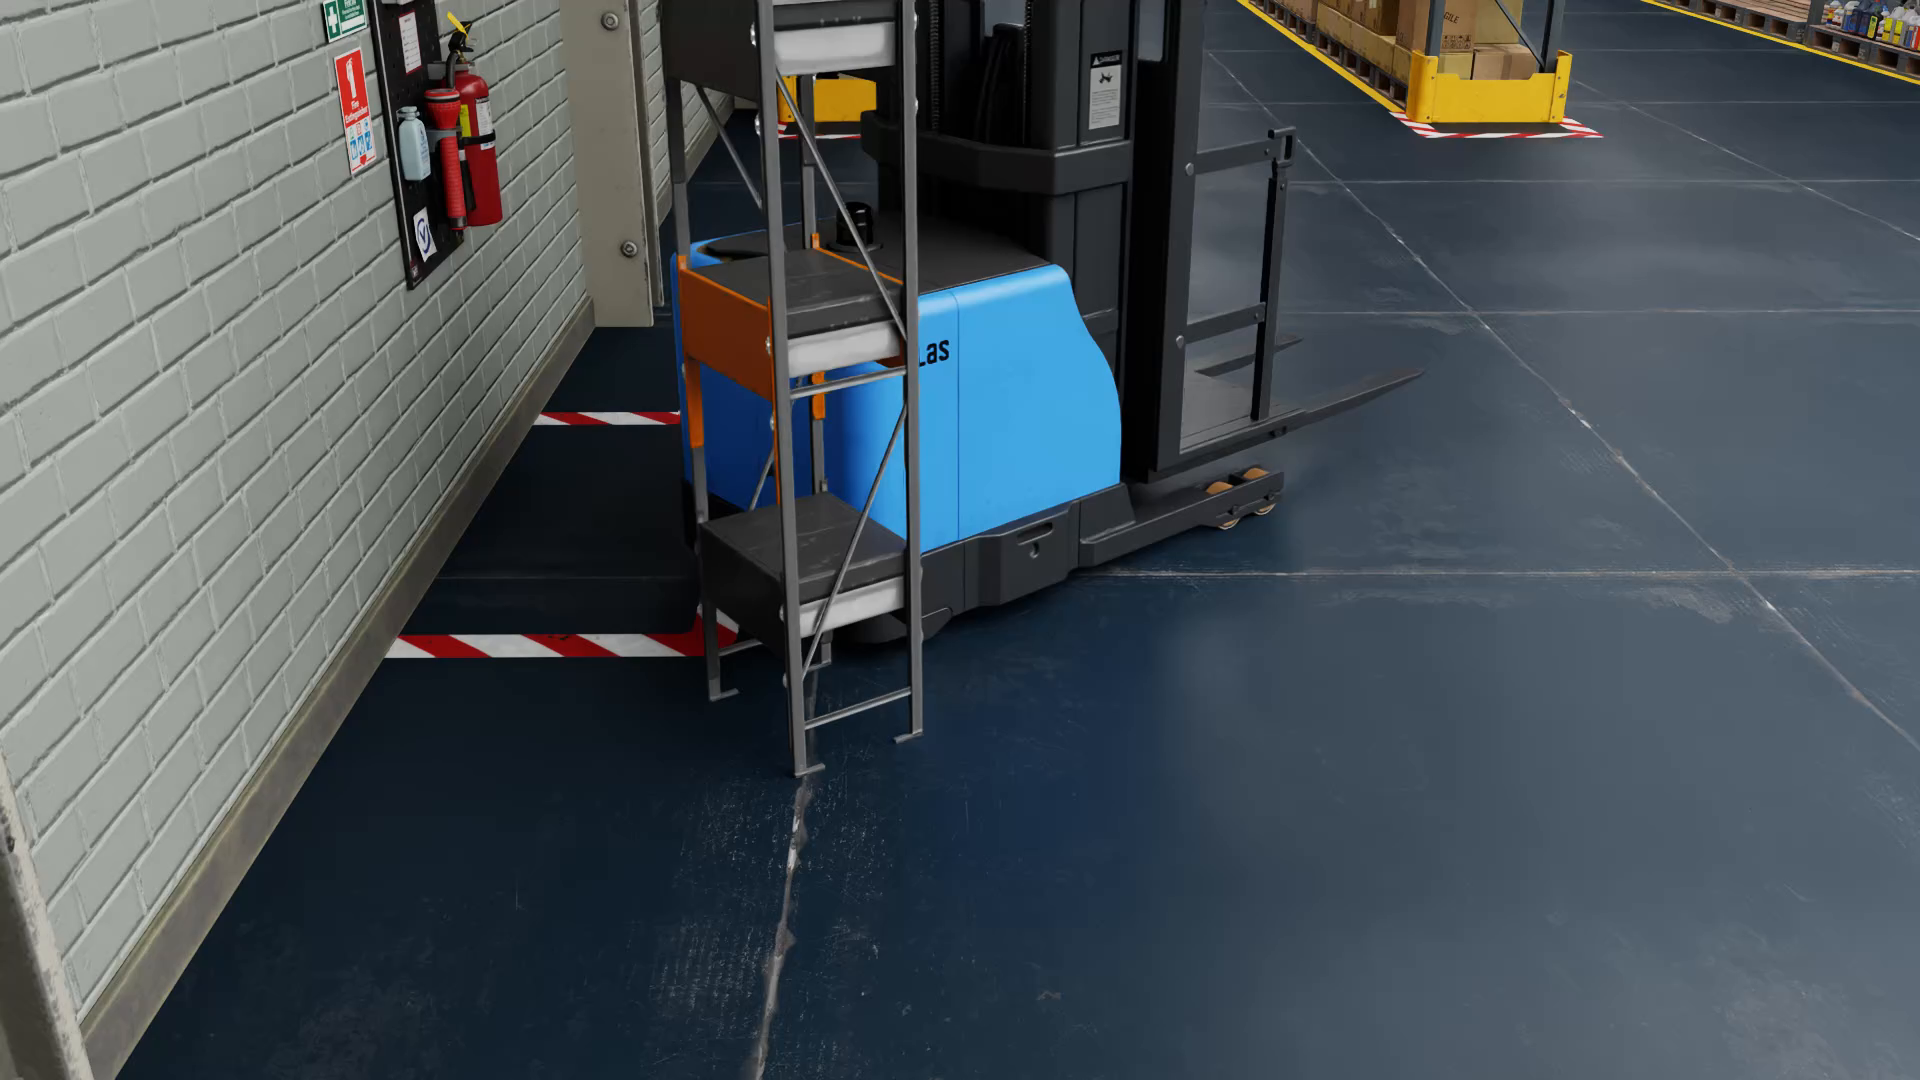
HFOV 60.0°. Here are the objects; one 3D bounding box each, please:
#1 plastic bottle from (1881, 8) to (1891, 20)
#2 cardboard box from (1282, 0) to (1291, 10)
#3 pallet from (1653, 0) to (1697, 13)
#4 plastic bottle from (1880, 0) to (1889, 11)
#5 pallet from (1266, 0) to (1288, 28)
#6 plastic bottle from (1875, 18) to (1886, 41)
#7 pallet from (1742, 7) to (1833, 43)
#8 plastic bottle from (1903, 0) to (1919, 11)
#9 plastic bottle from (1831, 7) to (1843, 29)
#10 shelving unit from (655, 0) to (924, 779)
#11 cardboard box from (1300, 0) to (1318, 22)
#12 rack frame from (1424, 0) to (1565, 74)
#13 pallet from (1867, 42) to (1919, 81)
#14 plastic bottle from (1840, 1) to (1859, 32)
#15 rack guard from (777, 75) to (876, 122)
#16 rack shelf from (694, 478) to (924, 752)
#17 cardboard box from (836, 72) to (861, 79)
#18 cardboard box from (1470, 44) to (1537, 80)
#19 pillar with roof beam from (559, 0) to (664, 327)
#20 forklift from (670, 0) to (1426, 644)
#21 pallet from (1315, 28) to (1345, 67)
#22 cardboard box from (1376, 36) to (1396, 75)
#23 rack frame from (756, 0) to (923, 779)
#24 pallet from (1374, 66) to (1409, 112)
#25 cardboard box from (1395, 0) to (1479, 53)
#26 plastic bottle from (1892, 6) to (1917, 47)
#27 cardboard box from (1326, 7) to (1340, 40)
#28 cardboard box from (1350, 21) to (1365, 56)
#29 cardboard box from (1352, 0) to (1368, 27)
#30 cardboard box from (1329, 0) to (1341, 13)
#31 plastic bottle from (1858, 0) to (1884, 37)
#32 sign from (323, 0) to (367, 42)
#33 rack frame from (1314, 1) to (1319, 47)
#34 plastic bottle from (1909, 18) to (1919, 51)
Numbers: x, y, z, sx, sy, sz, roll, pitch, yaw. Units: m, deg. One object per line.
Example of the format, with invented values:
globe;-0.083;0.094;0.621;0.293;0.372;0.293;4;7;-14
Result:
plastic bottle;8.661;-4.843;15.596;0.097;0.271;0.097;0;24;0
cardboard box;3.769;-5.865;17.906;0.500;0.250;0.500;0;24;1
pallet;8.952;-6.417;19.682;1.003;0.211;1.213;0;24;-1
plastic bottle;8.764;-5.018;15.887;0.144;0.351;0.185;0;24;-1
pallet;4.009;-5.875;18.483;1.003;0.211;1.213;0;24;-1
plastic bottle;8.601;-4.755;15.486;0.097;0.201;0.097;0;24;0
pallet;8.978;-5.412;17.459;1.003;0.211;1.213;0;24;-1
plastic bottle;9.177;-5.088;16.039;0.144;0.351;0.185;0;24;-1
plastic bottle;8.592;-5.109;16.268;0.097;0.201;0.097;0;24;0
shelving unit;-0.410;-0.461;4.221;0.431;2.100;0.503;-16;29;-31
cardboard box;3.778;-5.446;16.979;0.500;0.250;0.500;0;24;-1
rack frame;4.116;-4.690;12.479;1.000;3.000;0.127;0;24;-1
pallet;9.008;-4.307;15.018;1.003;0.211;1.213;0;24;-1
plastic bottle;8.622;-5.052;16.051;0.152;0.276;0.135;1;24;1
rack guard;-0.838;-3.558;13.011;1.175;0.500;0.348;0;24;-1
rack shelf;-0.410;0.189;4.515;0.431;0.518;0.480;-16;29;-31
cardboard box;-0.755;-3.927;13.521;0.500;0.311;0.500;-3;25;-7
cardboard box;4.333;-3.850;13.450;0.500;0.250;0.500;0;24;-1
pillar with roof beam;2.661;-5.231;6.396;9.100;9.000;0.400;0;24;-1
forklift;0.526;-1.518;5.549;3.031;2.935;1.130;-20;31;-37
pallet;4.039;-4.740;15.973;1.003;0.211;1.213;0;24;-1
cardboard box;3.798;-4.054;13.900;0.500;0.250;0.500;0;24;-1
rack frame;-0.271;-0.378;4.039;0.400;2.100;0.015;-16;29;-31
pallet;4.066;-3.734;13.750;1.003;0.211;1.213;0;24;-1
cardboard box;3.813;-4.190;13.291;0.500;0.500;0.500;0;24;-1
plastic bottle;8.628;-4.688;15.156;0.144;0.351;0.185;1;24;2
cardboard box;3.775;-4.878;15.723;0.500;0.250;0.500;0;24;-1
cardboard box;3.787;-4.466;14.812;0.500;0.250;0.500;0;24;-1
cardboard box;3.783;-4.808;14.657;0.500;0.500;0.500;0;24;-1
cardboard box;3.778;-5.220;15.568;0.500;0.500;0.500;0;24;-1
plastic bottle;8.622;-4.940;15.713;0.144;0.351;0.185;-1;24;-3
sign;-1.744;-1.491;4.720;0.001;0.109;0.331;0;24;-1
rack frame;4.073;-6.338;16.124;1.000;3.000;0.127;0;24;-1
plastic bottle;8.636;-4.529;14.895;0.152;0.276;0.135;0;24;0
